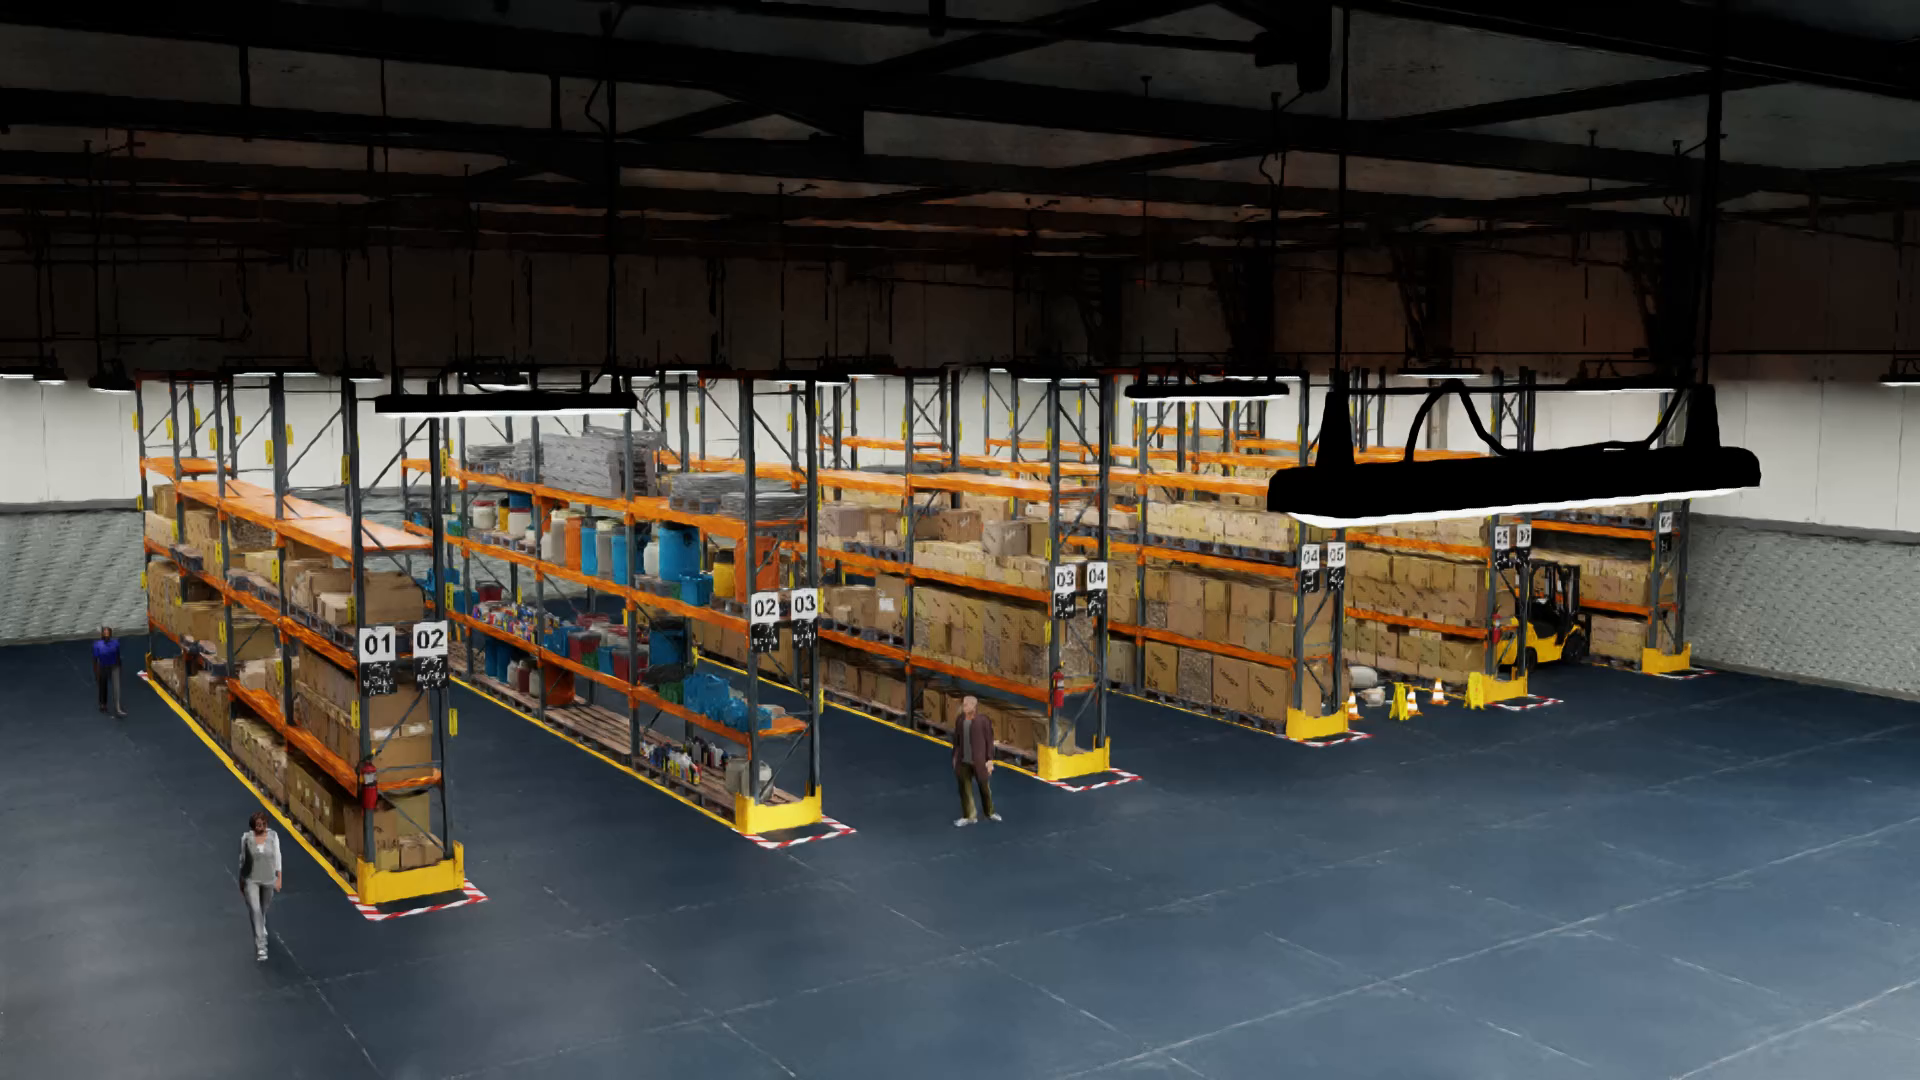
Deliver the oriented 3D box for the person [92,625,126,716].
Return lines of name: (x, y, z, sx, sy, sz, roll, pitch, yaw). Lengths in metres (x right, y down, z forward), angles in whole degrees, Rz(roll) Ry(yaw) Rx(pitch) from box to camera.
person: (-14.885, 2.260, 29.027, 0.447, 1.574, 1.088, -4, 8, -31)

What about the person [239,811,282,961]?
person: (-7.386, 3.583, 17.594, 0.415, 1.517, 1.041, -5, 8, -36)

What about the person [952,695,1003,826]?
person: (0.198, 2.939, 22.363, 0.669, 1.773, 0.588, 3, 7, 28)
